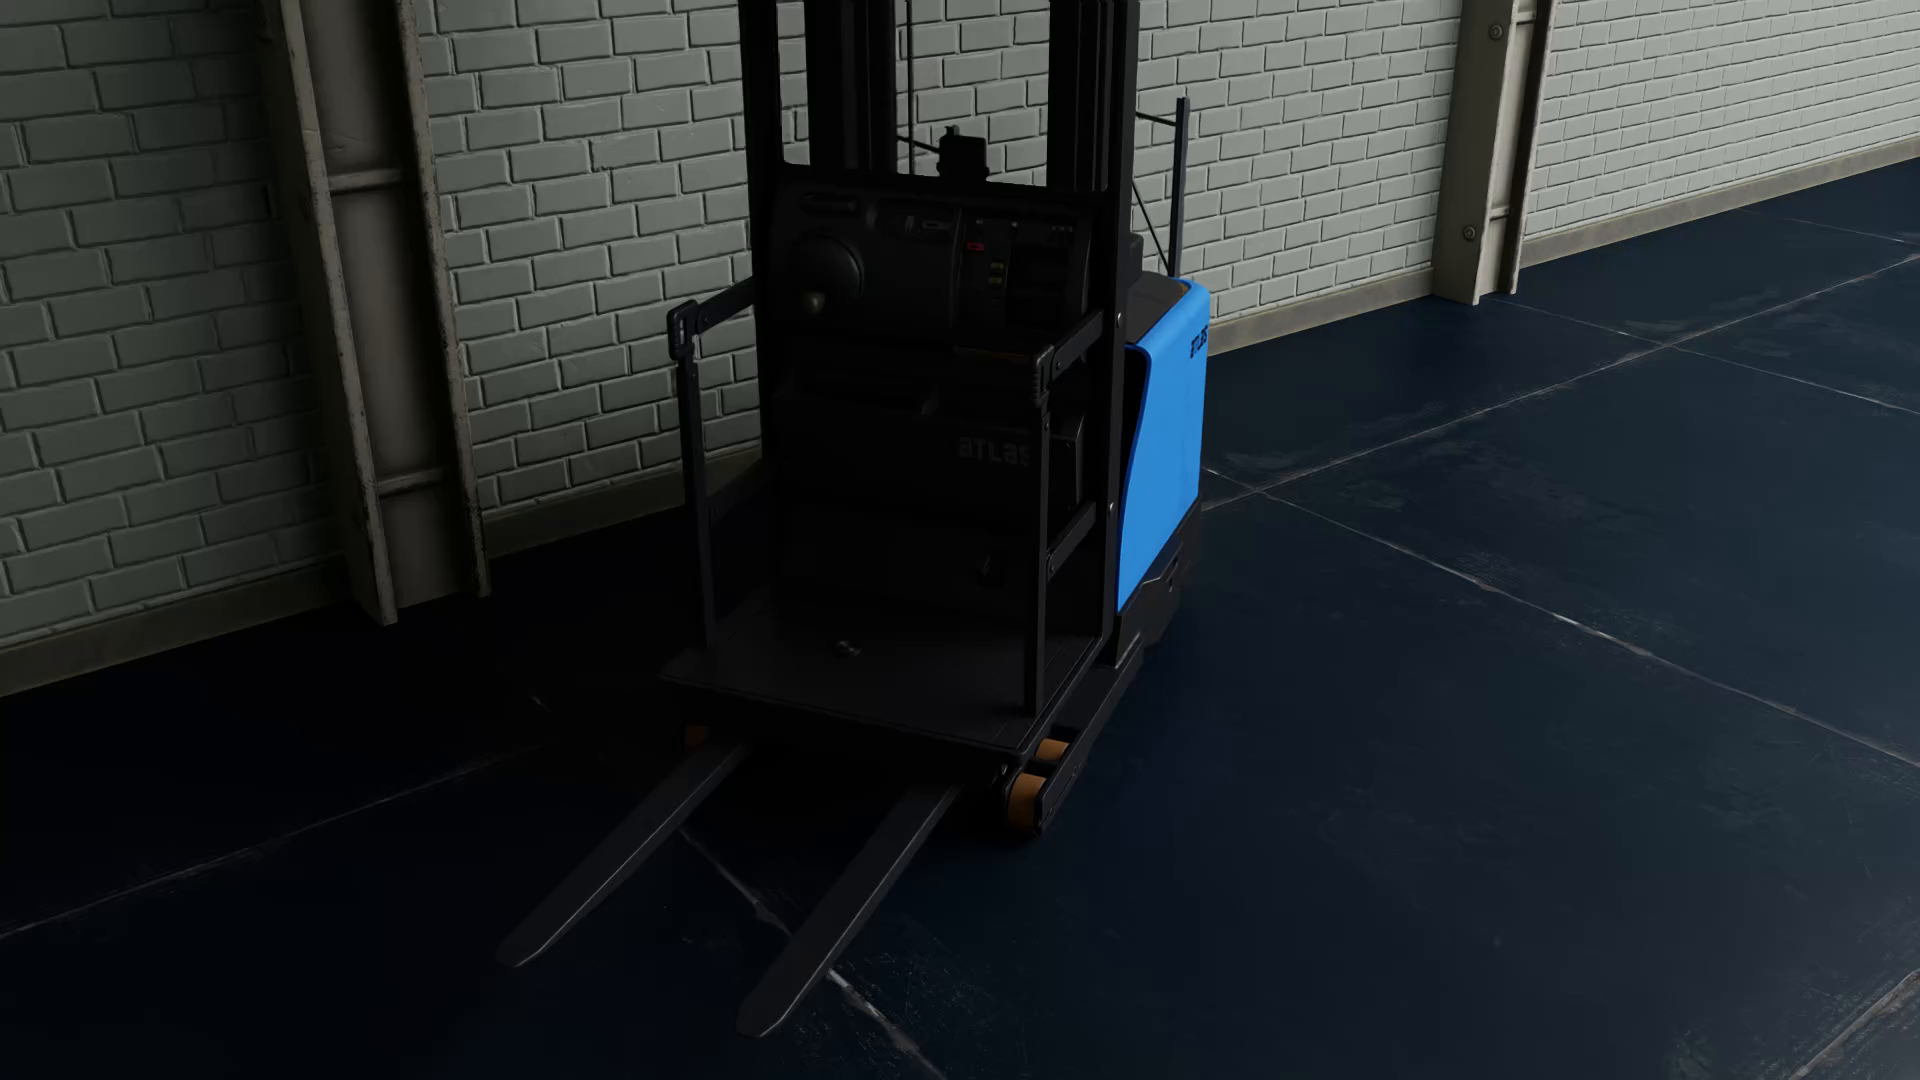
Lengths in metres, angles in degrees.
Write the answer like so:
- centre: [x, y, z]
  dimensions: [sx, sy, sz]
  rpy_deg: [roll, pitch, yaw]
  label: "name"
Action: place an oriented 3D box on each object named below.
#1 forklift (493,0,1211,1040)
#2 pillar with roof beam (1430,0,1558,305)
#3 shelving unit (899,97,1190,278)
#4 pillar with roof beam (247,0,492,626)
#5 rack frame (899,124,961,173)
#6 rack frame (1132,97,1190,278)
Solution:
- centre: [-0.167, -0.728, 4.338]
  dimensions: [1.130, 2.935, 3.031]
  rpy_deg: [10, 27, 20]
  label: "forklift"
- centre: [5.485, -4.025, 4.233]
  dimensions: [0.400, 9.000, 9.100]
  rpy_deg: [-18, 31, -34]
  label: "pillar with roof beam"
- centre: [0.301, -0.962, 6.541]
  dimensions: [1.083, 1.500, 0.587]
  rpy_deg: [-15, 29, -28]
  label: "shelving unit"
- centre: [0.764, -2.466, 0.874]
  dimensions: [0.400, 9.000, 9.100]
  rpy_deg: [-18, 31, -34]
  label: "pillar with roof beam"
- centre: [-0.140, -0.847, 6.294]
  dimensions: [0.032, 1.500, 0.500]
  rpy_deg: [-15, 29, -28]
  label: "rack frame"
- centre: [0.726, -1.072, 6.778]
  dimensions: [0.032, 1.500, 0.500]
  rpy_deg: [-15, 29, -28]
  label: "rack frame"
